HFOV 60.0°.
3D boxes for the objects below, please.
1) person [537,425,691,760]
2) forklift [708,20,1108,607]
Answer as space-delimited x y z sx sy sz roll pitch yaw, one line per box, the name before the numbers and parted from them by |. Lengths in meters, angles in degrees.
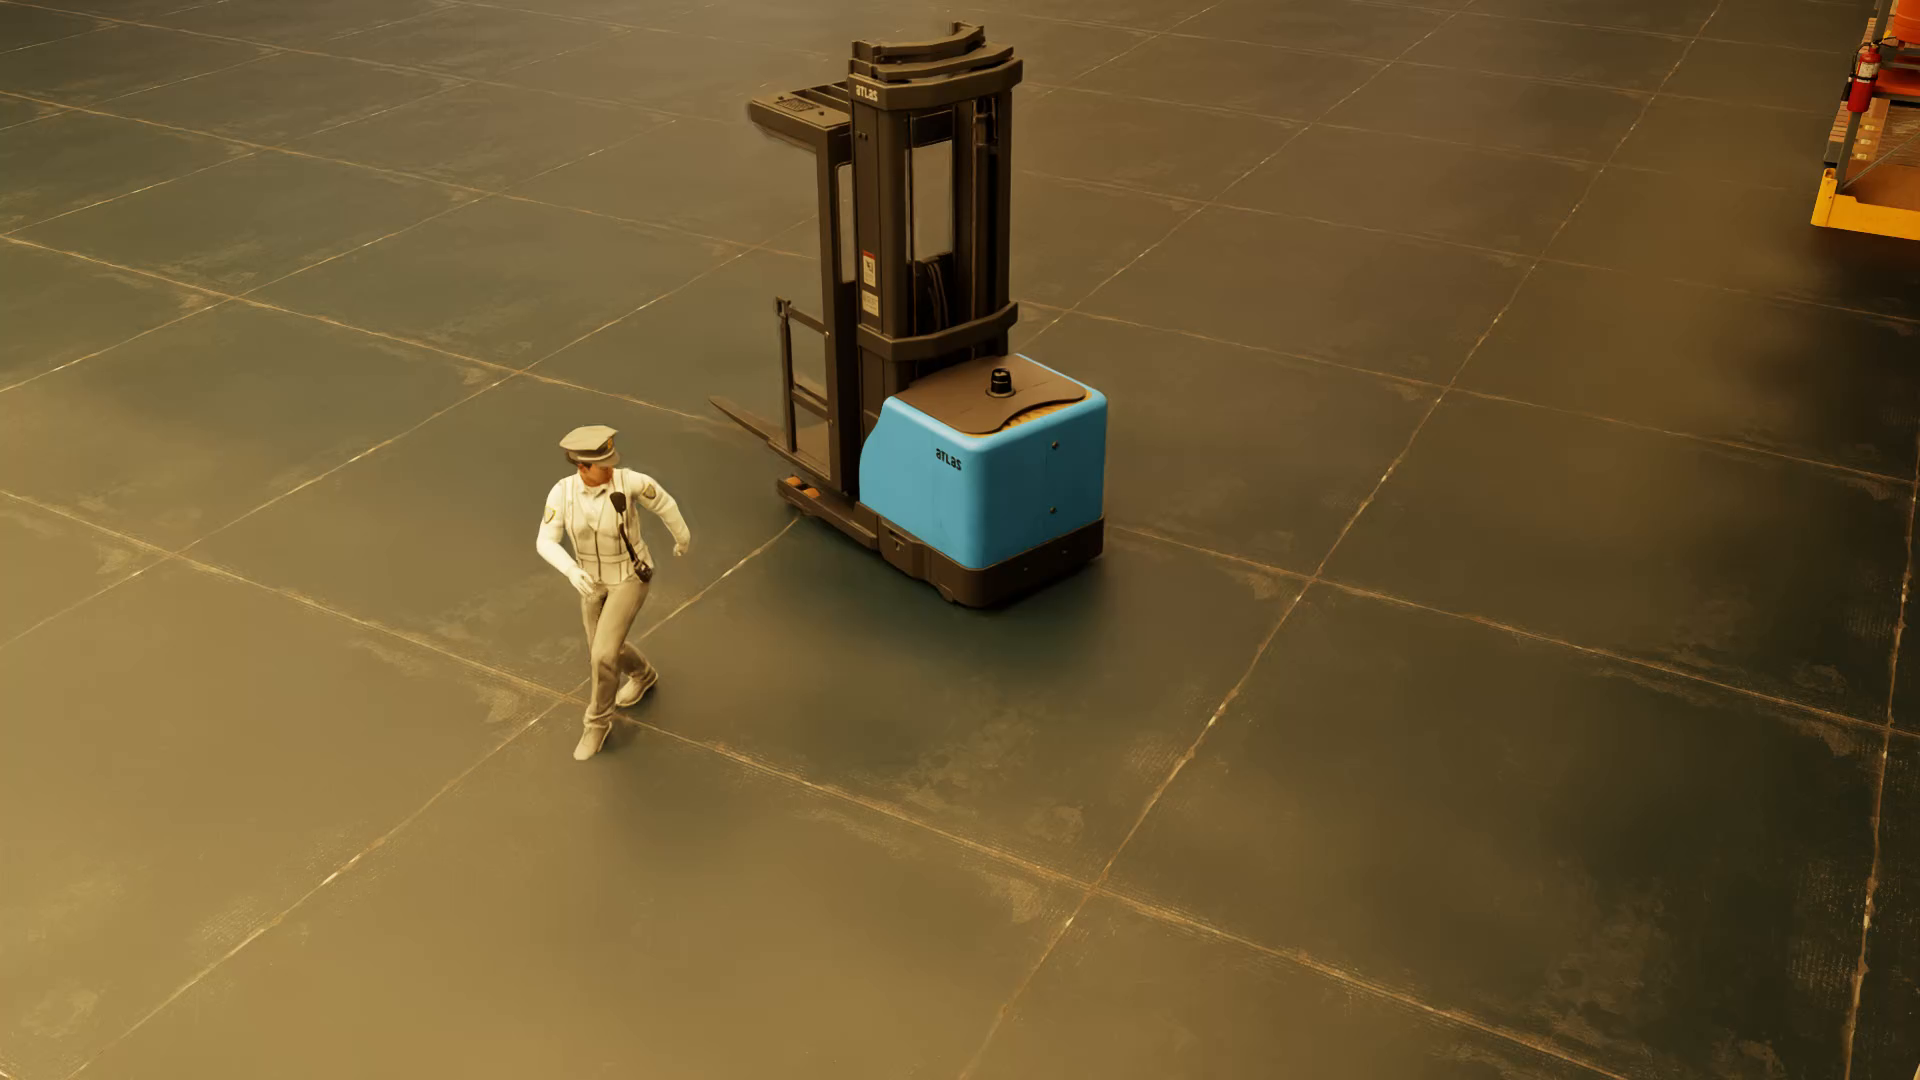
person | -1.707 0.213 8.082 0.527 1.644 0.850 11 32 19
forklift | -0.483 -1.563 9.779 1.130 2.935 3.031 -22 37 -33
